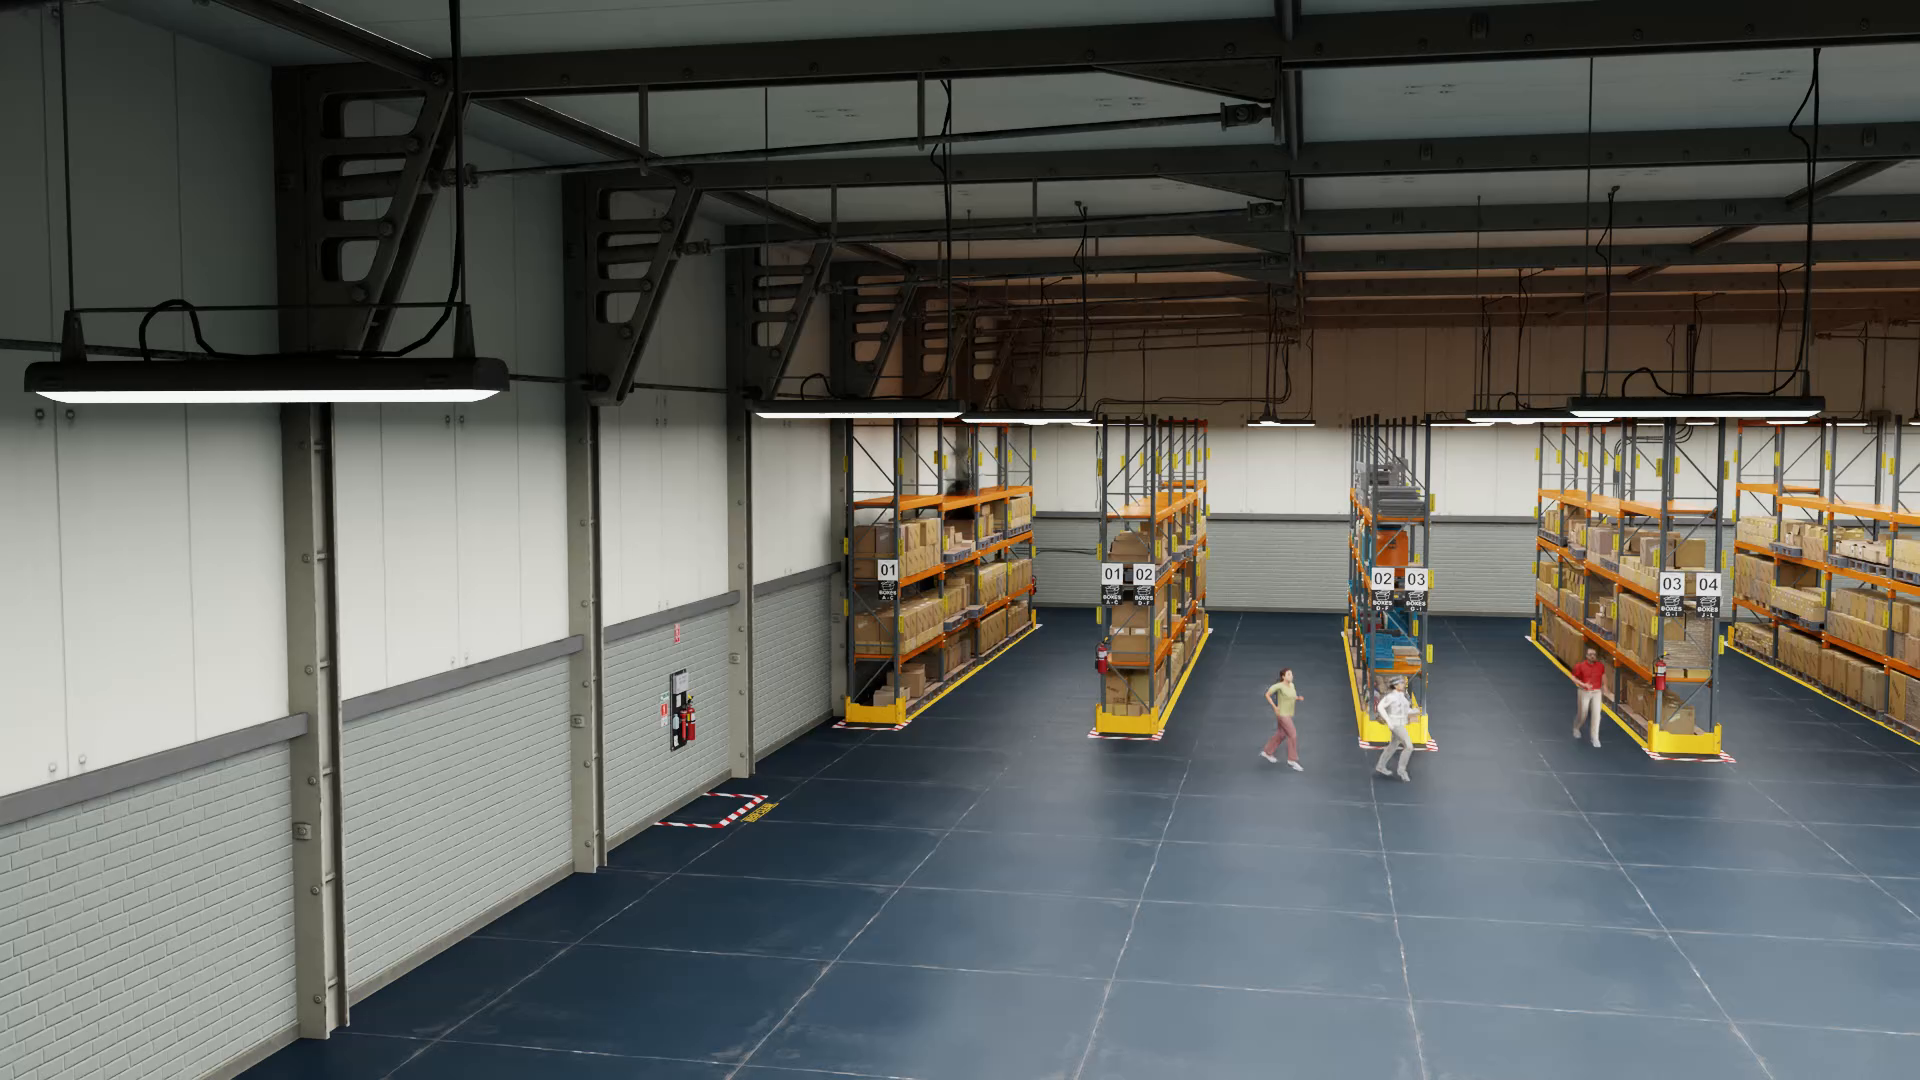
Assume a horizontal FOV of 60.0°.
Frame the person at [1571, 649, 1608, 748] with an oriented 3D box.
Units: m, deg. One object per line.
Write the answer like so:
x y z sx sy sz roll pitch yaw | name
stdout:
11.470 2.845 30.319 0.686 1.755 0.867 0 4 2 | person

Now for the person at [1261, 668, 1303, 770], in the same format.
5.501 3.012 28.230 0.824 1.719 0.551 3 5 40 | person

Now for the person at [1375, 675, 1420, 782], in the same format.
7.144 3.071 27.166 0.732 1.749 0.576 2 4 28 | person
